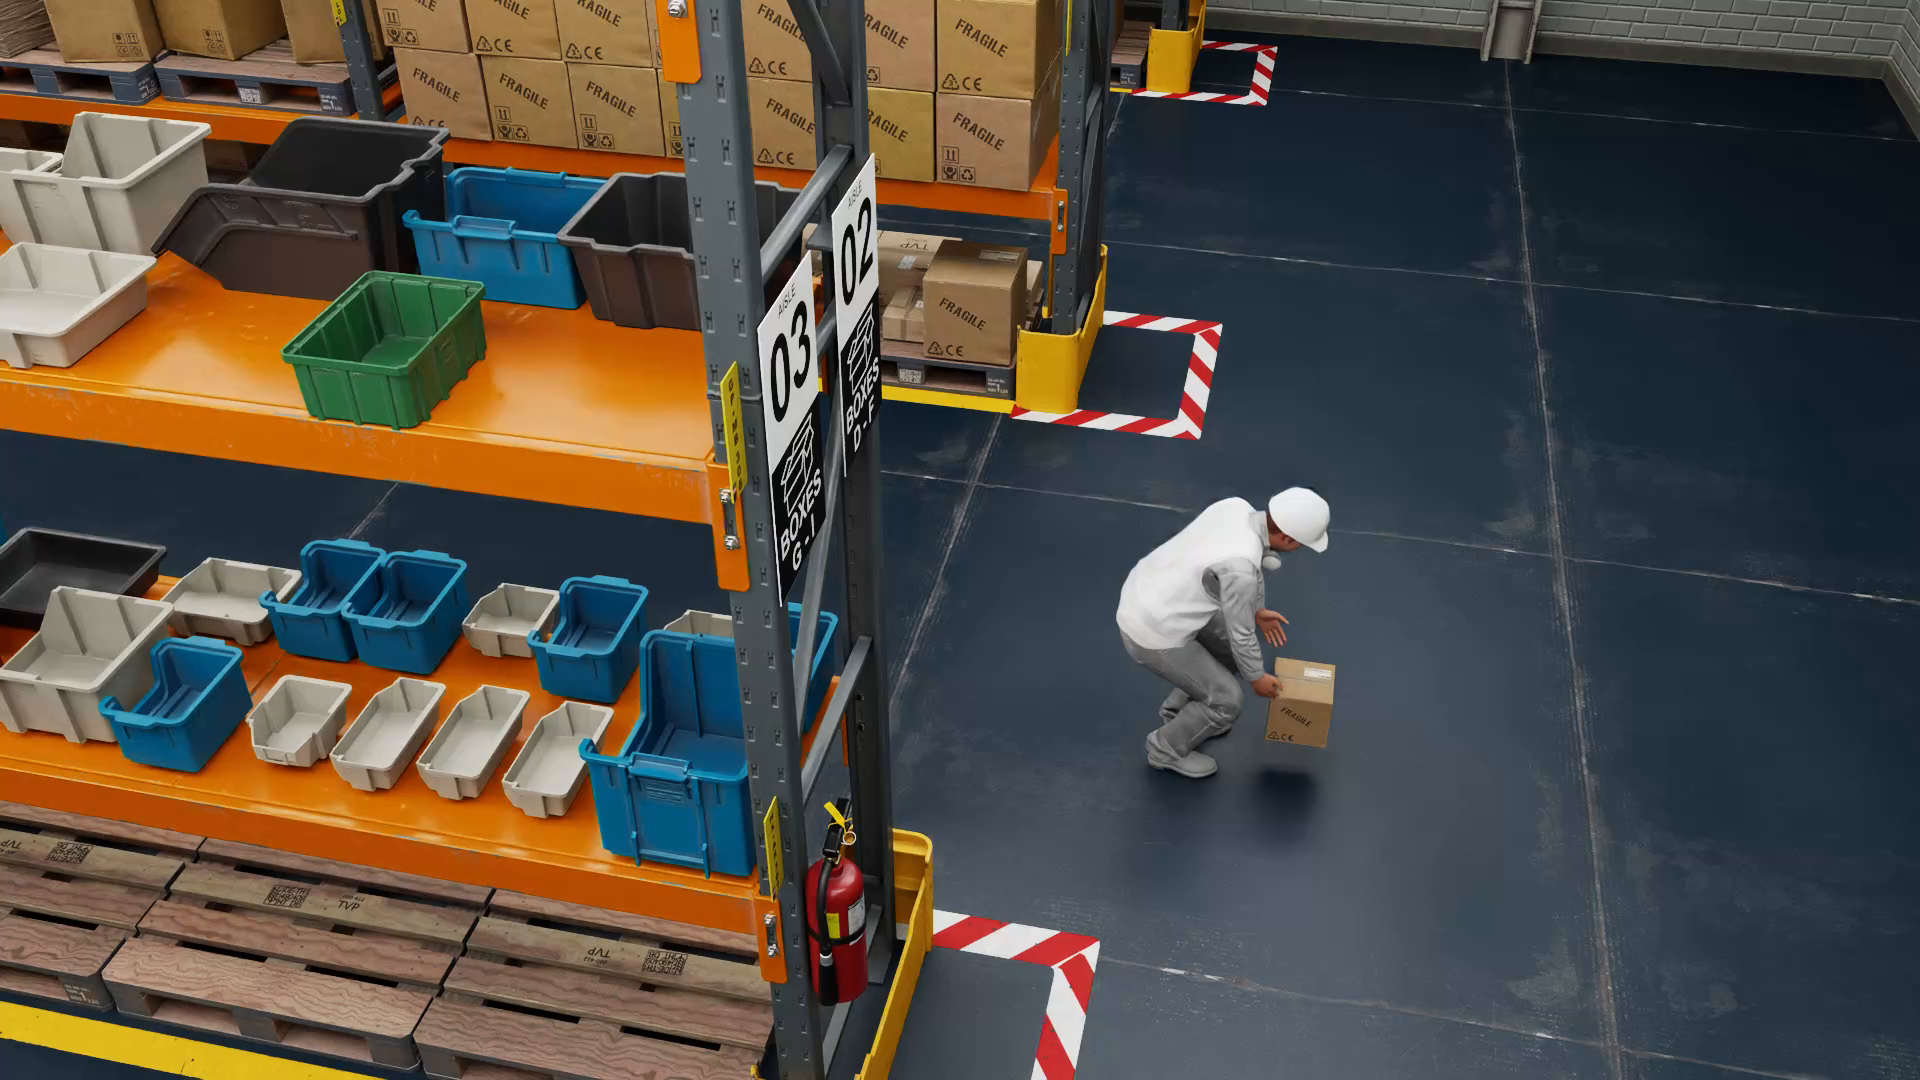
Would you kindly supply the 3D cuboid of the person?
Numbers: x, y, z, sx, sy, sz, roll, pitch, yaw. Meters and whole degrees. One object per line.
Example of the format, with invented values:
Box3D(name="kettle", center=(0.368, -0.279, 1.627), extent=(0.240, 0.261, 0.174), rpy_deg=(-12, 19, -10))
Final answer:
Box3D(name="person", center=(1.051, 0.329, 6.845), extent=(0.797, 1.363, 0.590), rpy_deg=(7, 37, 10))
